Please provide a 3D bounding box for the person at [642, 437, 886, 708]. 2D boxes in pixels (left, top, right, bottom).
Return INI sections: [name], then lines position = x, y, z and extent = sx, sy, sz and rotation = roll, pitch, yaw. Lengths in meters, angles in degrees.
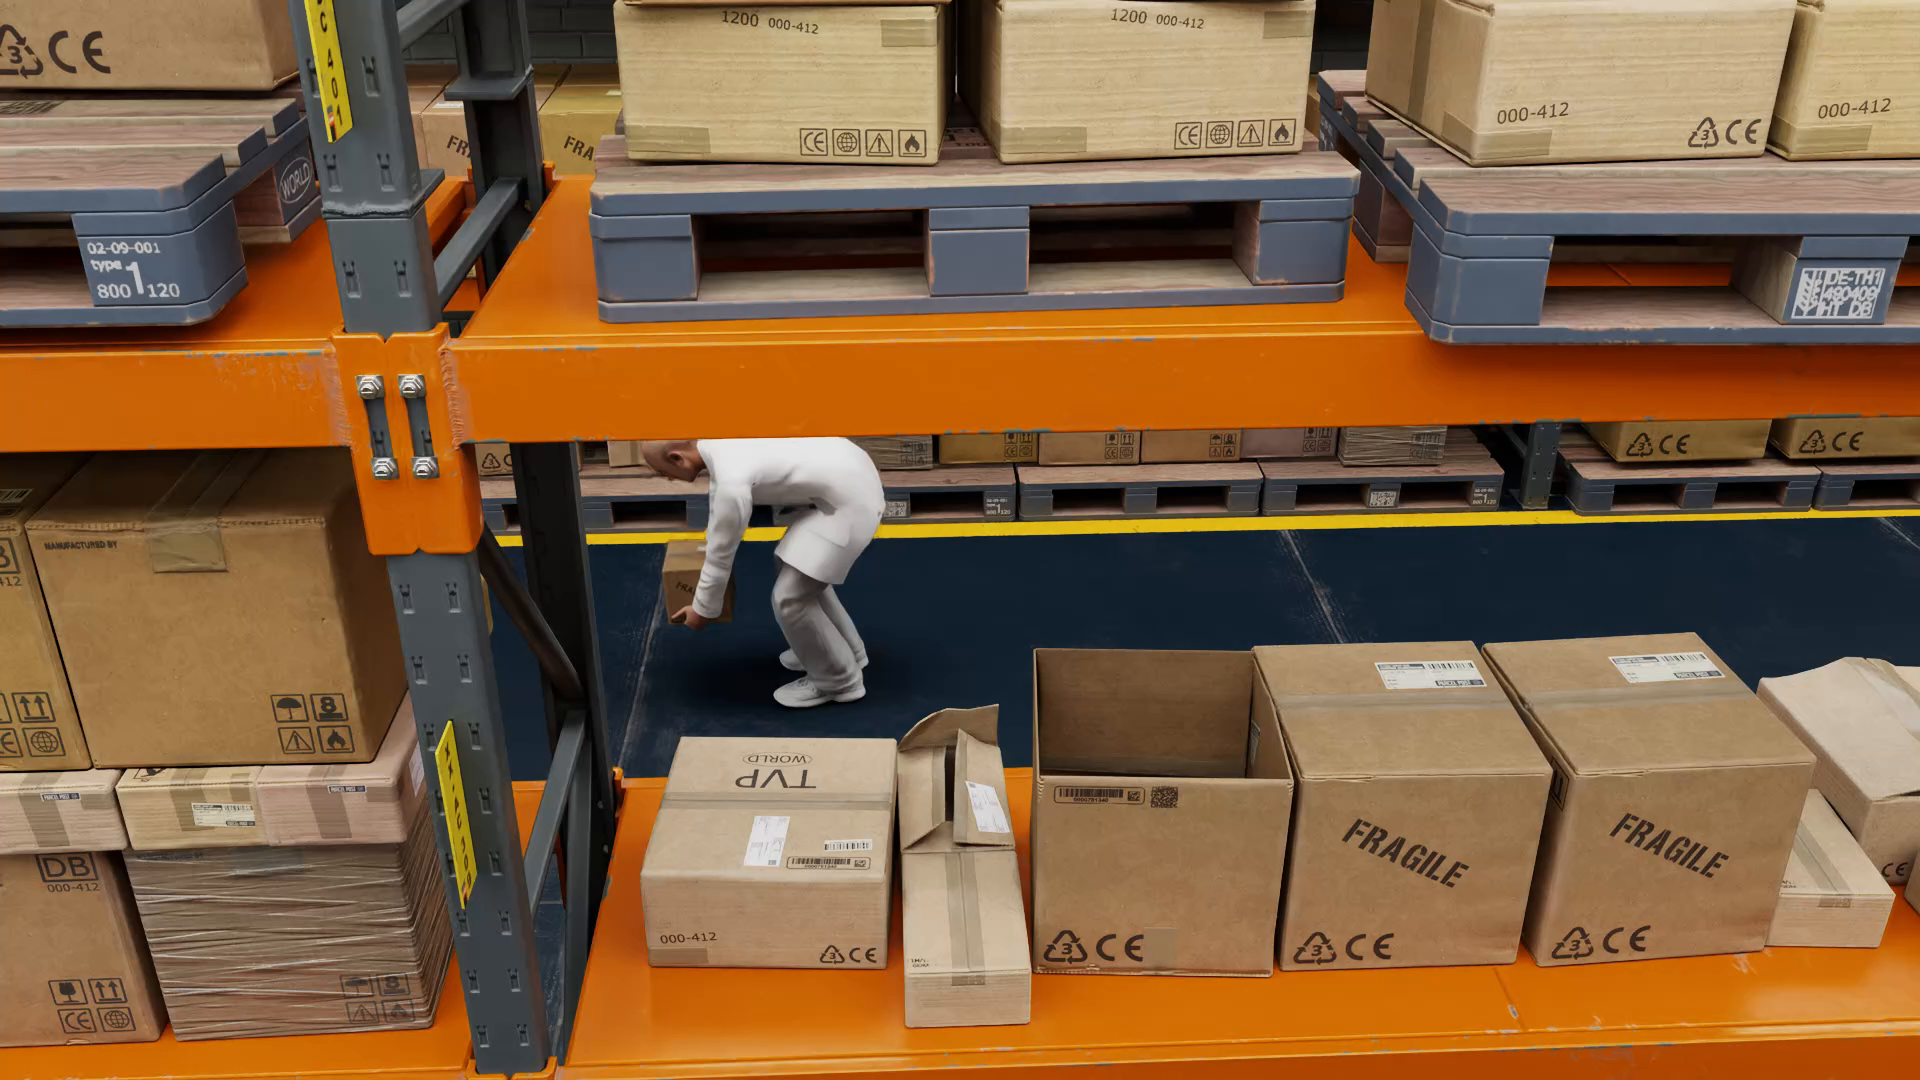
[person]
position = -0.758, 0.077, 6.645
extent = 0.927, 1.175, 0.578
rotation = -2, 27, -5
